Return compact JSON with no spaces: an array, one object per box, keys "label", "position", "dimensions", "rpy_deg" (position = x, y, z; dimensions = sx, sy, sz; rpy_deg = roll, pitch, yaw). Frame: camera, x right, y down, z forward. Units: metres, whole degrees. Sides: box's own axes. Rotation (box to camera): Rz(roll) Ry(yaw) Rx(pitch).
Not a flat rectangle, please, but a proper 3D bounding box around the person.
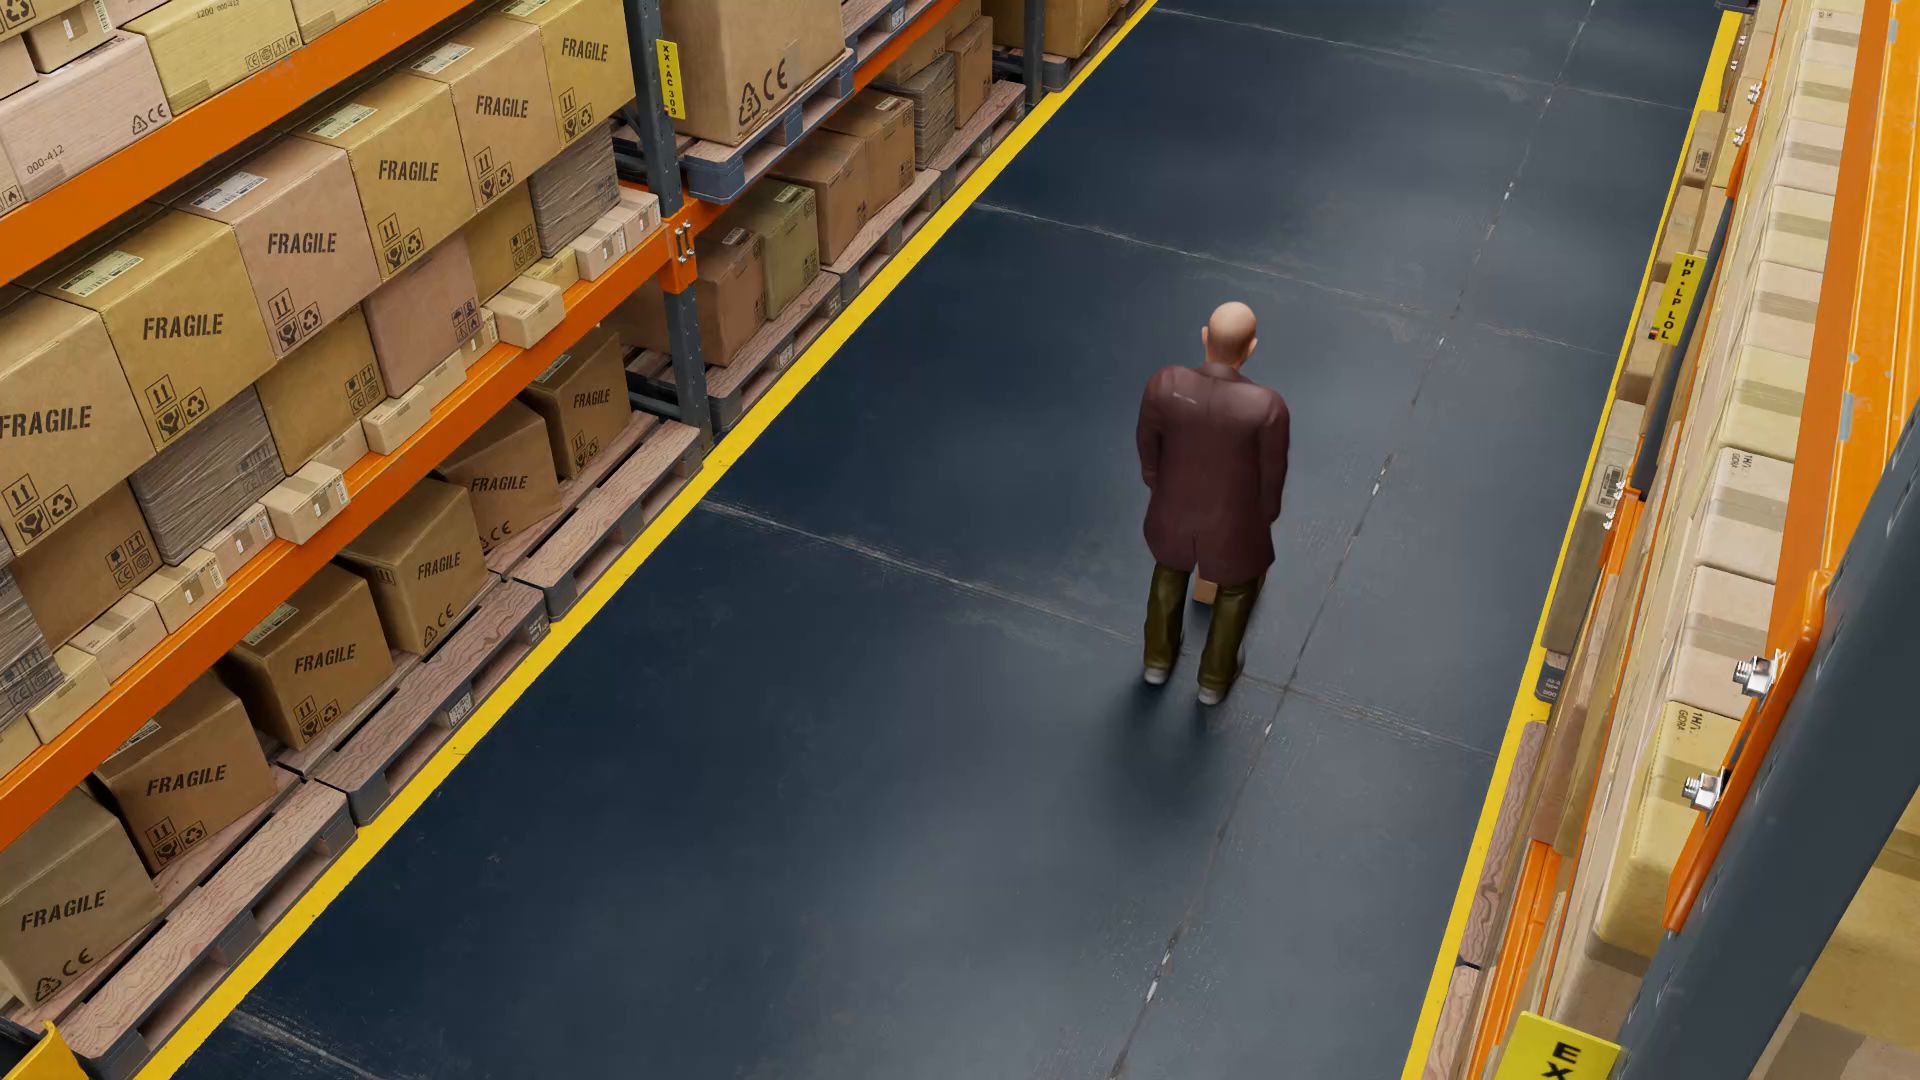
[{"label":"person","position":[0.937,-0.065,6.403],"dimensions":[0.583,1.582,0.403],"rpy_deg":[18,45,20]}]
